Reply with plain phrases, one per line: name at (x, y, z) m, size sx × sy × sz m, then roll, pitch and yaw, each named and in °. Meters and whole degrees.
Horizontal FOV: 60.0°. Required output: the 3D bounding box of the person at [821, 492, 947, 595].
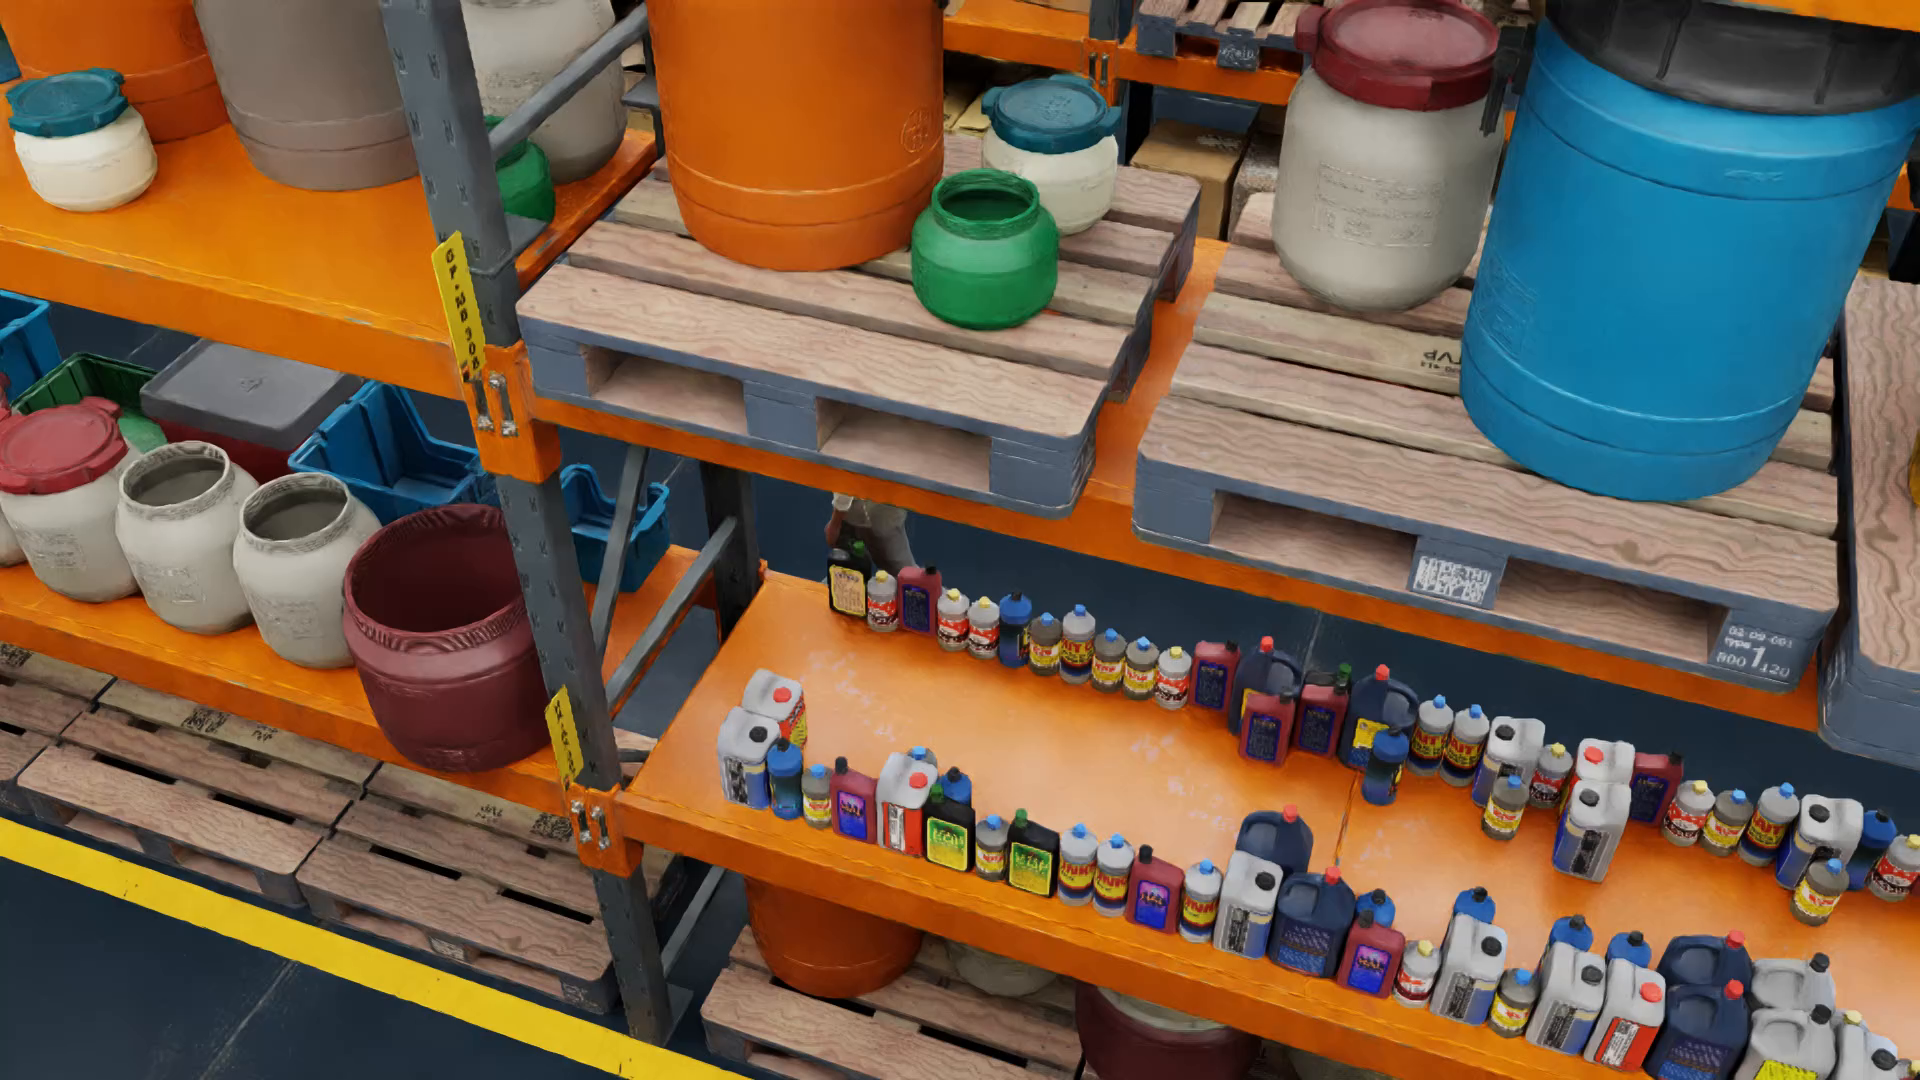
person at (-0.333, -0.164, 6.344) m, size 0.887 × 1.549 × 0.434 m, roll 10°, pitch 43°, yaw 11°
